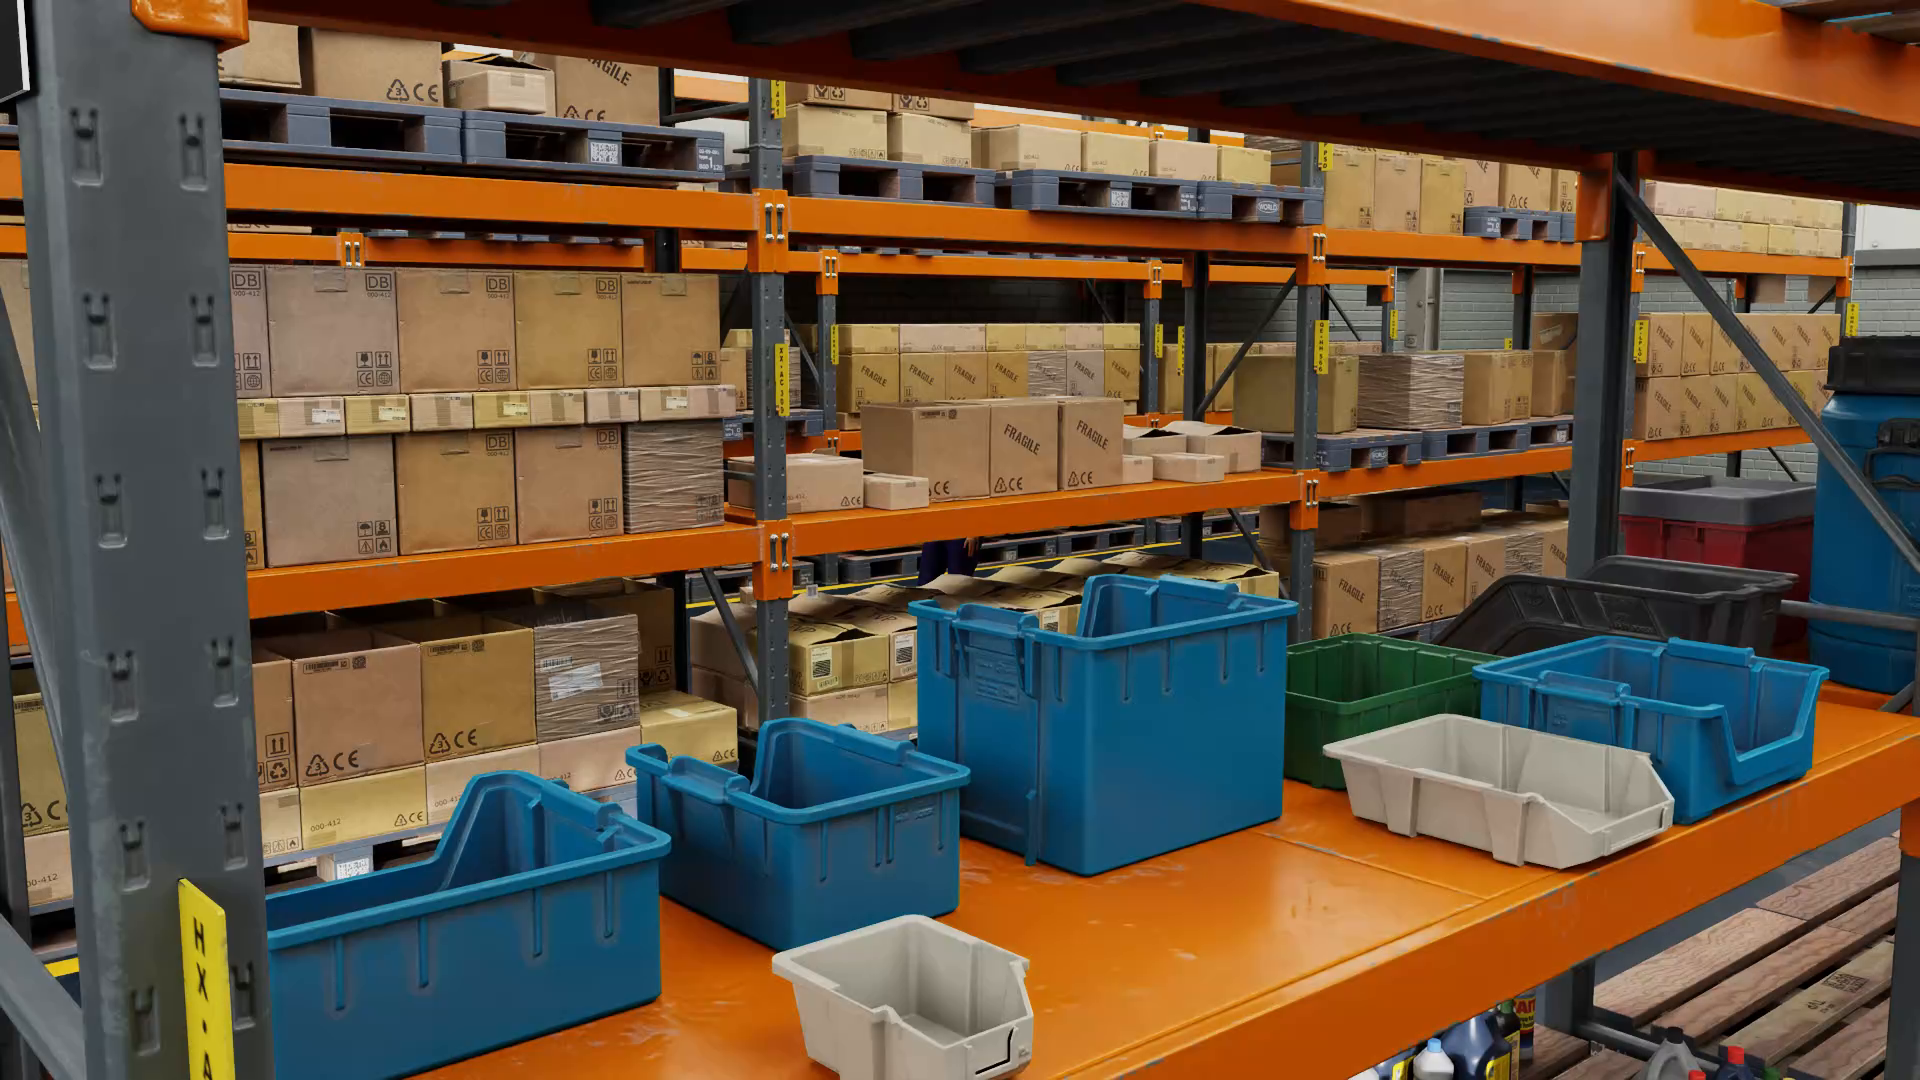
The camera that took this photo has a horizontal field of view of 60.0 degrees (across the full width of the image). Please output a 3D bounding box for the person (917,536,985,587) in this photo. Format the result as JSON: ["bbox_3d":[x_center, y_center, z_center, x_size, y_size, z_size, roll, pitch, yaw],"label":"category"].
[{"bbox_3d":[-0.163,0.260,11.163,0.461,1.033,0.501,-7,10,-41],"label":"person"}]
